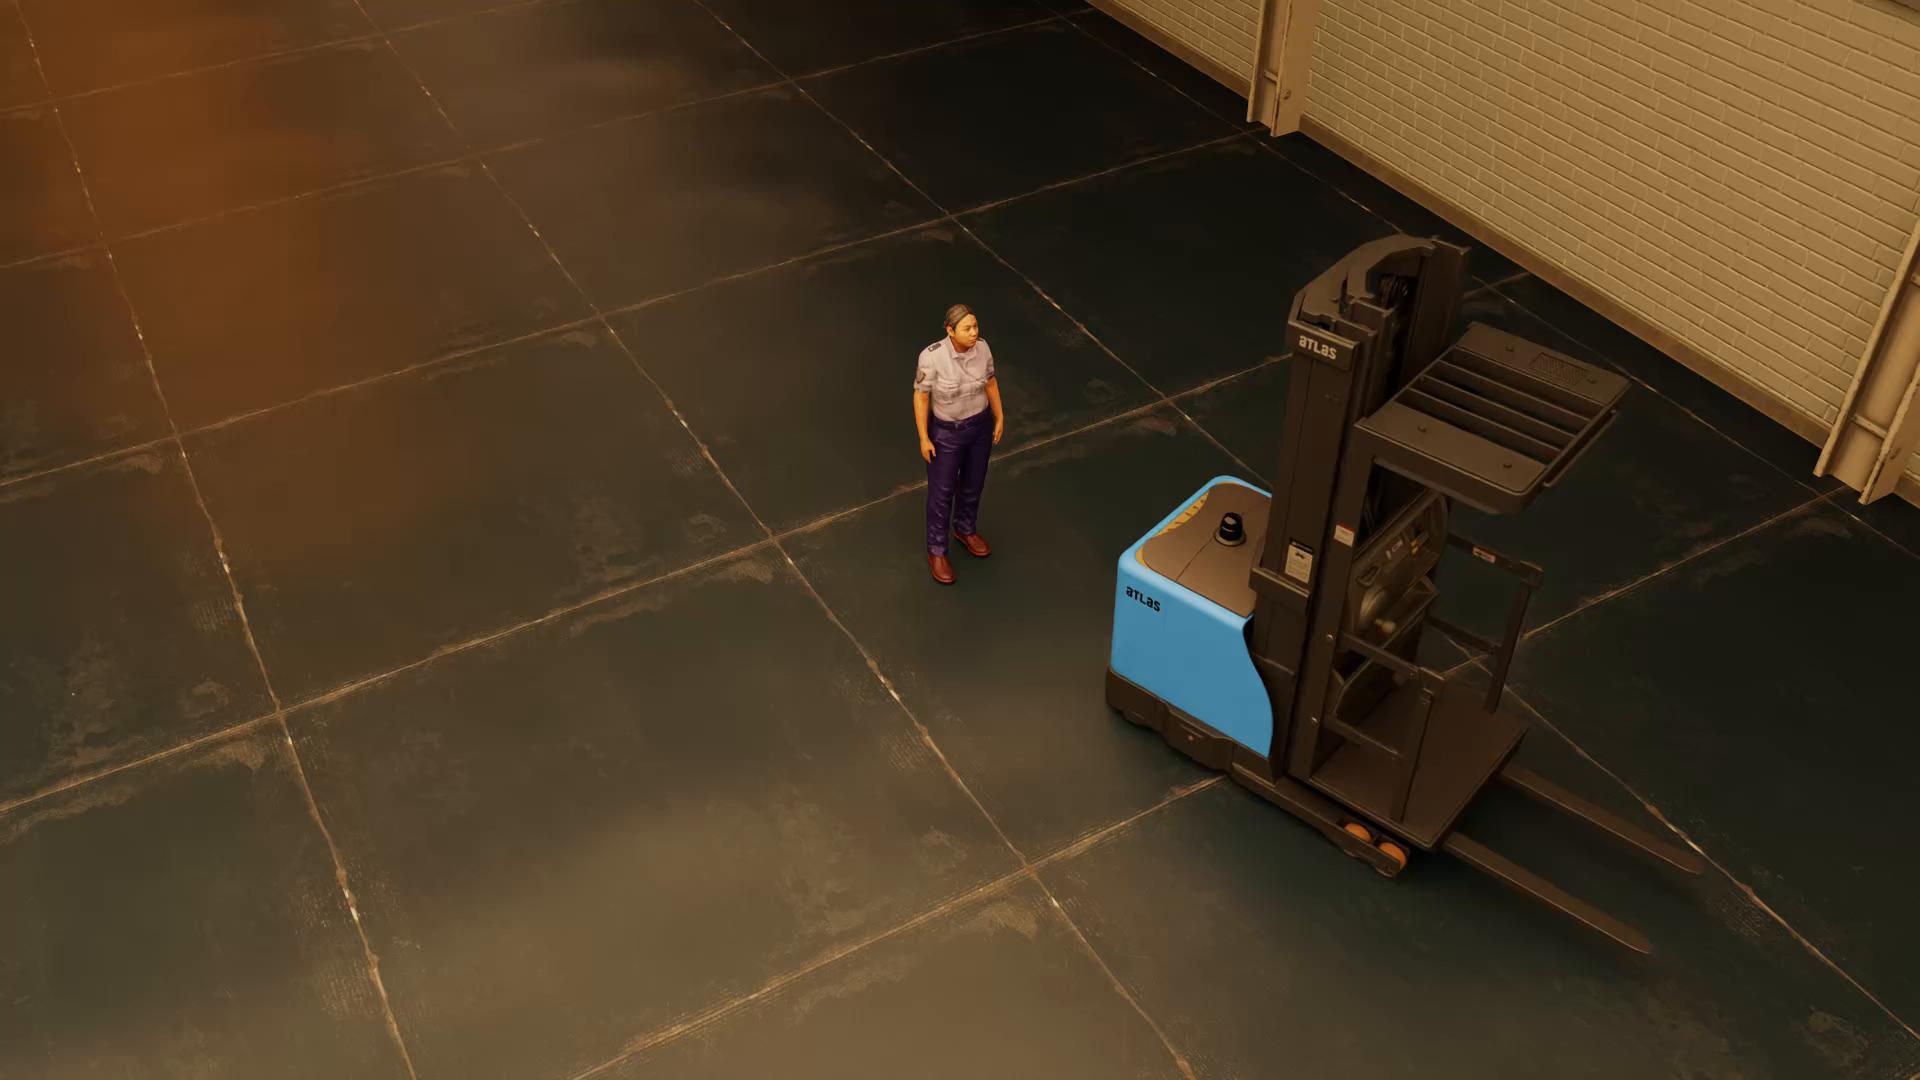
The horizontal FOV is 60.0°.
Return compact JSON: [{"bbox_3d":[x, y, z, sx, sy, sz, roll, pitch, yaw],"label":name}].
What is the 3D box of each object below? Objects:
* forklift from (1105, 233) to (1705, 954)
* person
[{"bbox_3d":[2.249,0.166,7.836,3.031,2.935,1.130,29,48,30],"label":"forklift"},{"bbox_3d":[0.025,-0.584,9.733,0.598,1.651,0.503,-20,44,-23],"label":"person"}]
